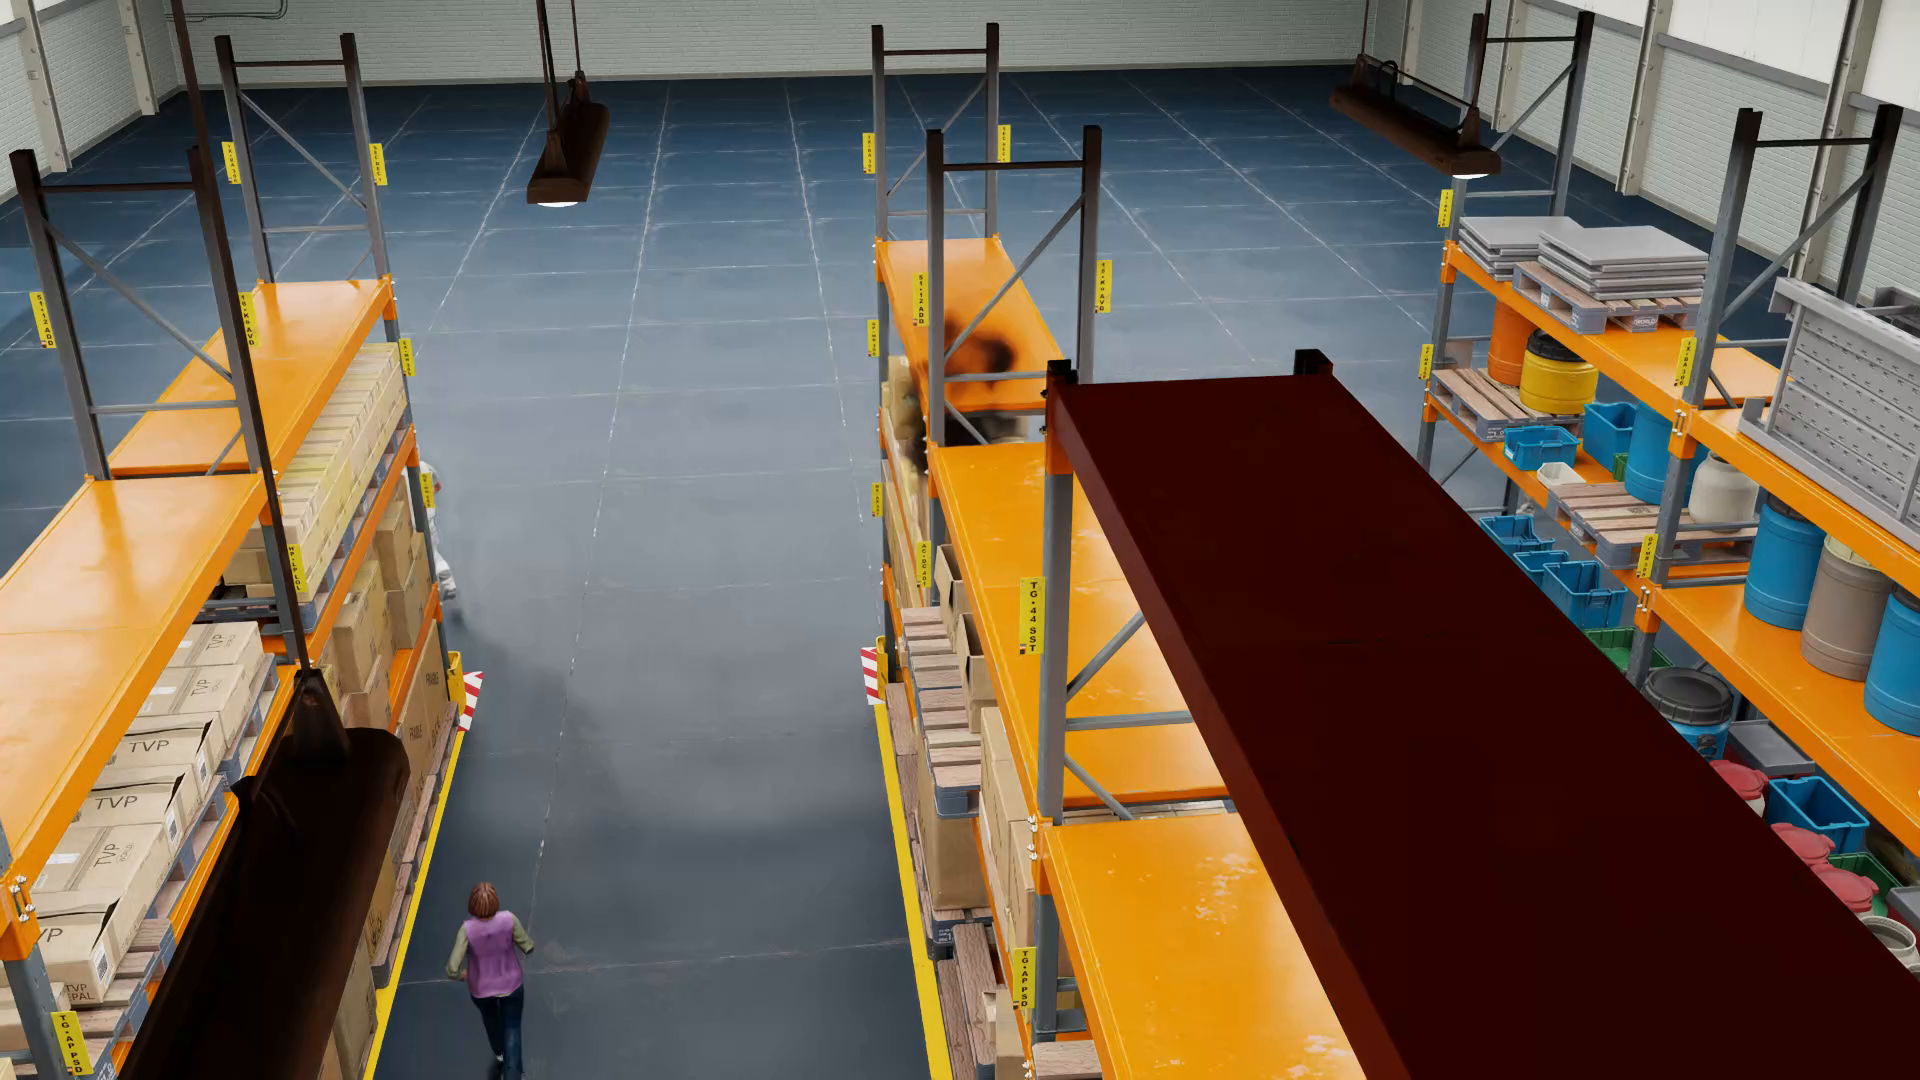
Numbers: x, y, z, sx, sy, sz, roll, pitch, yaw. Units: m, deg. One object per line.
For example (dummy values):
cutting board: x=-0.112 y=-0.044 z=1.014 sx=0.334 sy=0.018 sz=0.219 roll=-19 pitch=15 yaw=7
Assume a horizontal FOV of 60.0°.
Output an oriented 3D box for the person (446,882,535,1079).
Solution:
person: x=-2.958 y=2.872 z=10.614 sx=0.540 sy=1.580 sz=0.879 roll=-7 pitch=26 yaw=-15

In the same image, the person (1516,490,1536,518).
person: x=6.650 y=-1.011 z=18.635 sx=0.796 sy=1.748 sz=0.700 roll=10 pitch=27 yaw=20

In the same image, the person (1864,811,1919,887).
person: x=7.123 y=1.966 z=12.370 sx=0.713 sy=1.730 sz=0.754 roll=-5 pitch=26 yaw=-10

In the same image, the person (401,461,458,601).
person: x=-5.491 y=-0.176 z=16.779 sx=0.885 sy=1.806 sz=0.681 roll=22 pitch=33 yaw=38
